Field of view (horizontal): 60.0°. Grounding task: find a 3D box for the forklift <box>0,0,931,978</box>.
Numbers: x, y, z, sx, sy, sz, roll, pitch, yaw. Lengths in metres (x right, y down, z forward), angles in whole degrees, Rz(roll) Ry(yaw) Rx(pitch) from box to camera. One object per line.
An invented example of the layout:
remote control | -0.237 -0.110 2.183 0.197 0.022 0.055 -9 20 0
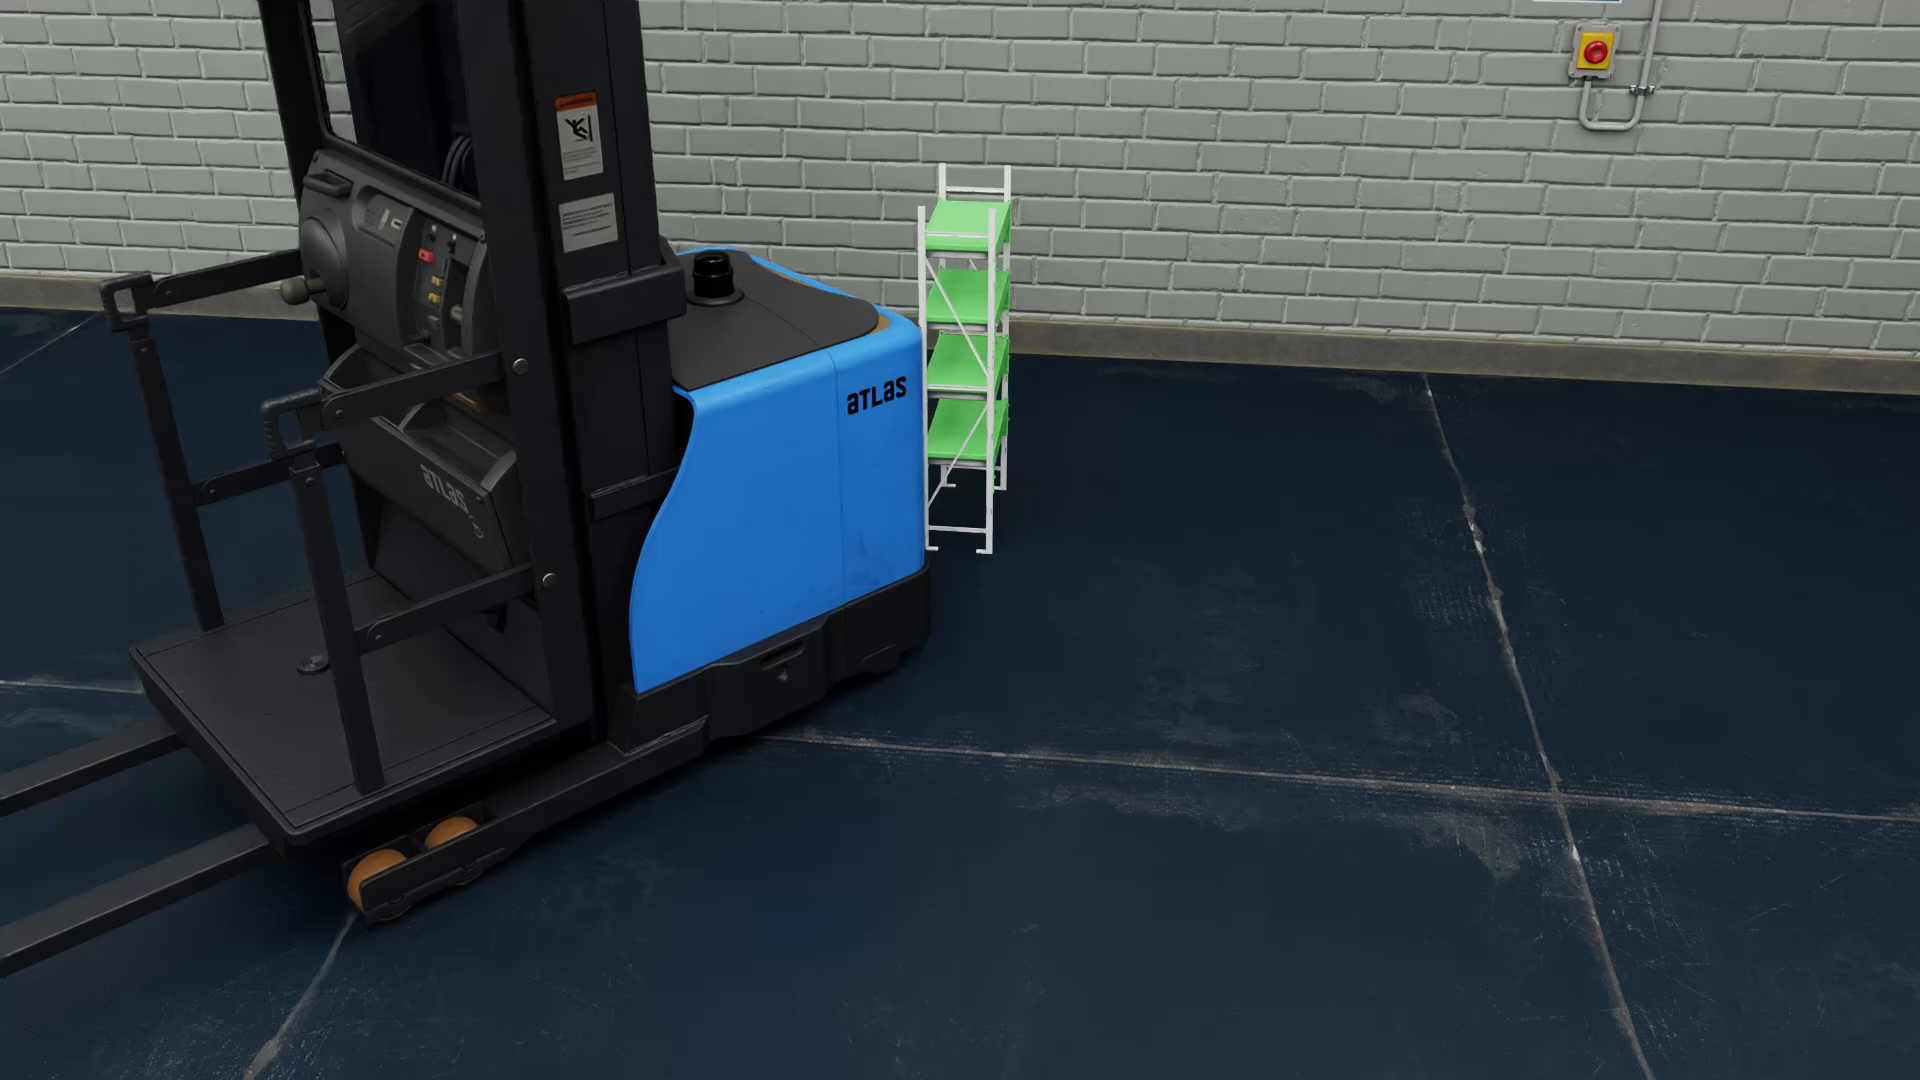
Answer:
forklift | -1.520 -0.648 3.862 3.031 2.935 1.130 -23 36 -36

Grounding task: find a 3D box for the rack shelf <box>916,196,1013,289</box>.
rack shelf | 0.020 -0.972 5.413 0.258 0.148 0.480 3 28 6

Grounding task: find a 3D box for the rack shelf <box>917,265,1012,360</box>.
rack shelf | 0.020 -0.761 5.527 0.258 0.148 0.480 3 28 6

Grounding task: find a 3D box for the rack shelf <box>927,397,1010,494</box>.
rack shelf | 0.020 -0.339 5.754 0.258 0.148 0.480 3 28 6

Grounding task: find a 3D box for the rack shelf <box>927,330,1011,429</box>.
rack shelf | 0.020 -0.550 5.640 0.258 0.148 0.480 3 28 6

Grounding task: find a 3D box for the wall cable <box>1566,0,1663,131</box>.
wall cable | 2.390 -2.454 6.038 0.585 1.953 0.123 3 28 6

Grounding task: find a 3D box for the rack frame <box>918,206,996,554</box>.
rack frame | -0.010 -0.491 5.397 0.240 1.200 0.015 3 28 6

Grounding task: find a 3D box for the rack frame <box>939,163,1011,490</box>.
rack frame | 0.050 -0.721 5.823 0.240 1.200 0.015 3 28 6

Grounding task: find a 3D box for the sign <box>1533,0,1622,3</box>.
sign | 2.349 -2.144 6.281 0.327 0.218 0.001 3 28 6

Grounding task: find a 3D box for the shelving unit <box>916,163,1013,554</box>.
shelving unit | 0.020 -0.606 5.610 0.258 1.200 0.503 3 28 6
